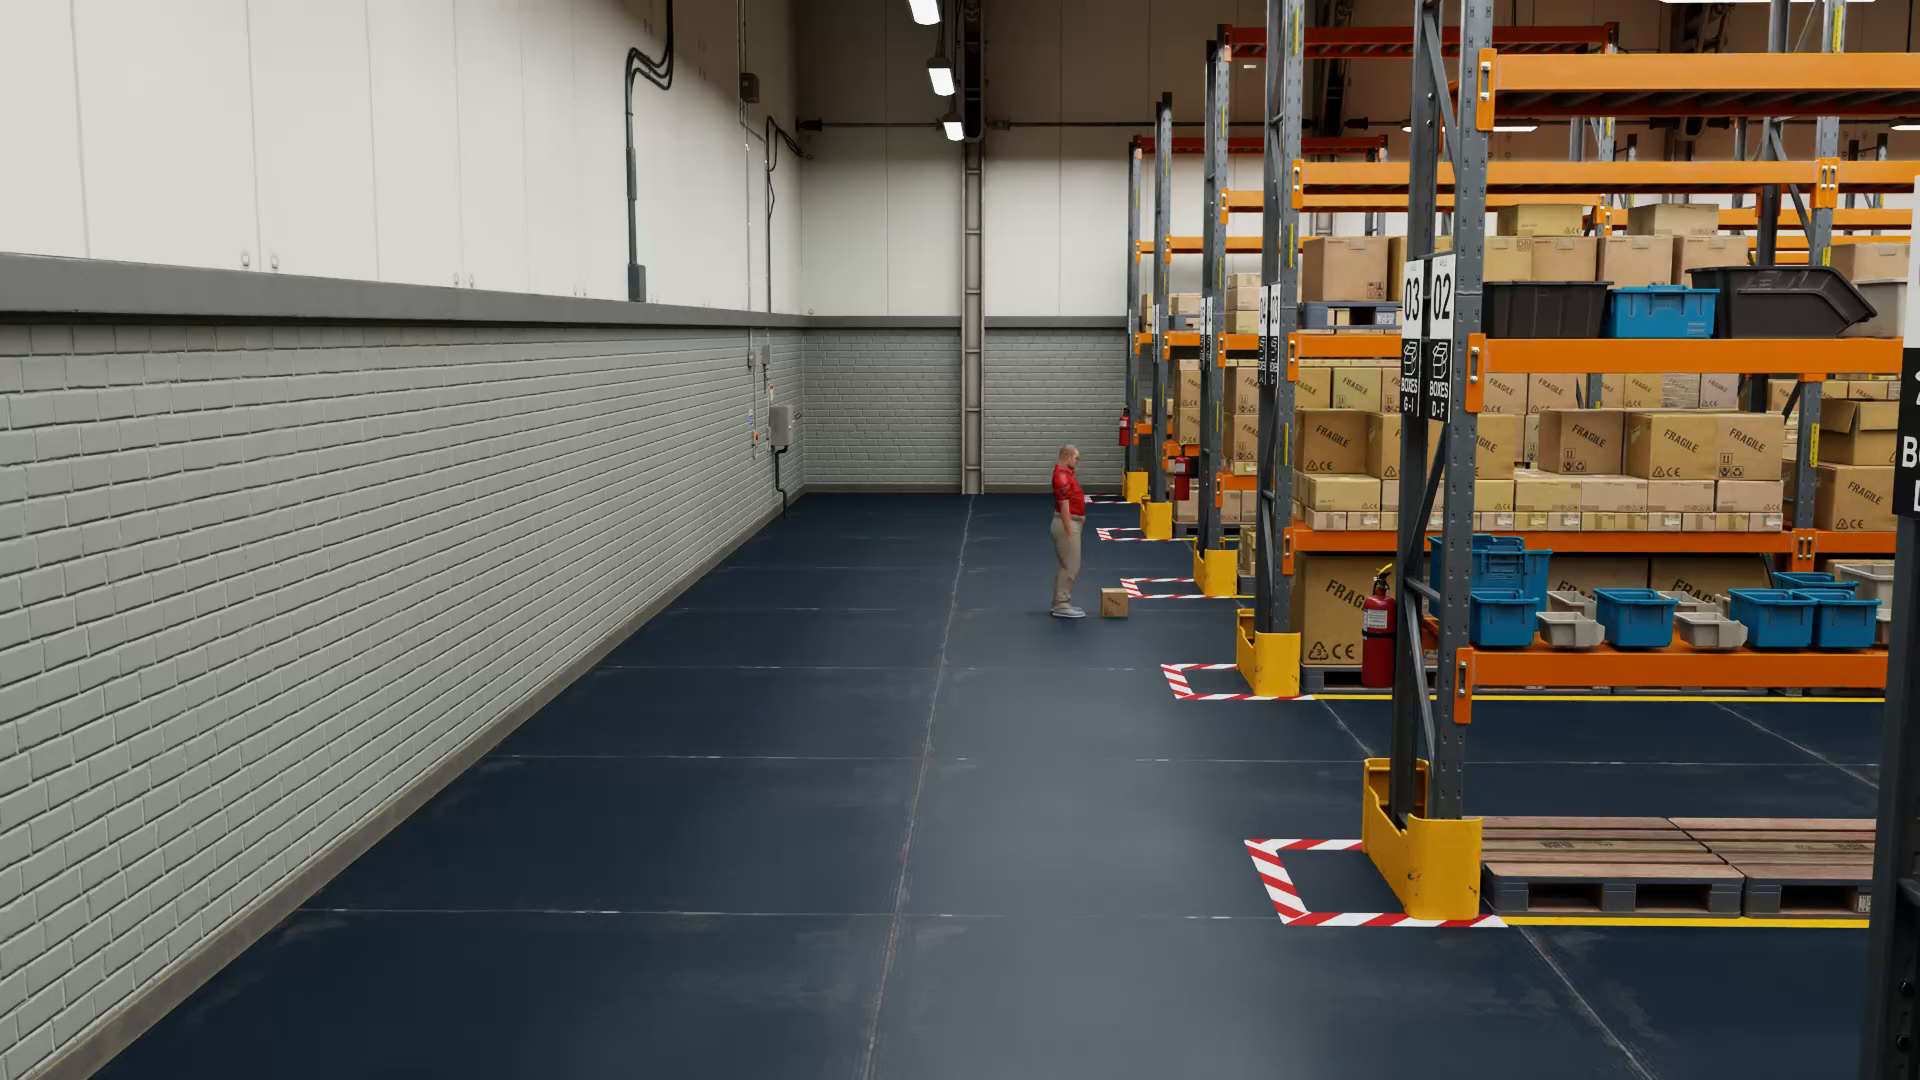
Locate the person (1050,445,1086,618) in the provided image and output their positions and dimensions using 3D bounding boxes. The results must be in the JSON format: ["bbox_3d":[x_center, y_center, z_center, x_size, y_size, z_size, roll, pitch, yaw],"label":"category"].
[{"bbox_3d":[1.083,-0.096,16.674,0.358,1.723,0.531,0,7,2],"label":"person"}]
